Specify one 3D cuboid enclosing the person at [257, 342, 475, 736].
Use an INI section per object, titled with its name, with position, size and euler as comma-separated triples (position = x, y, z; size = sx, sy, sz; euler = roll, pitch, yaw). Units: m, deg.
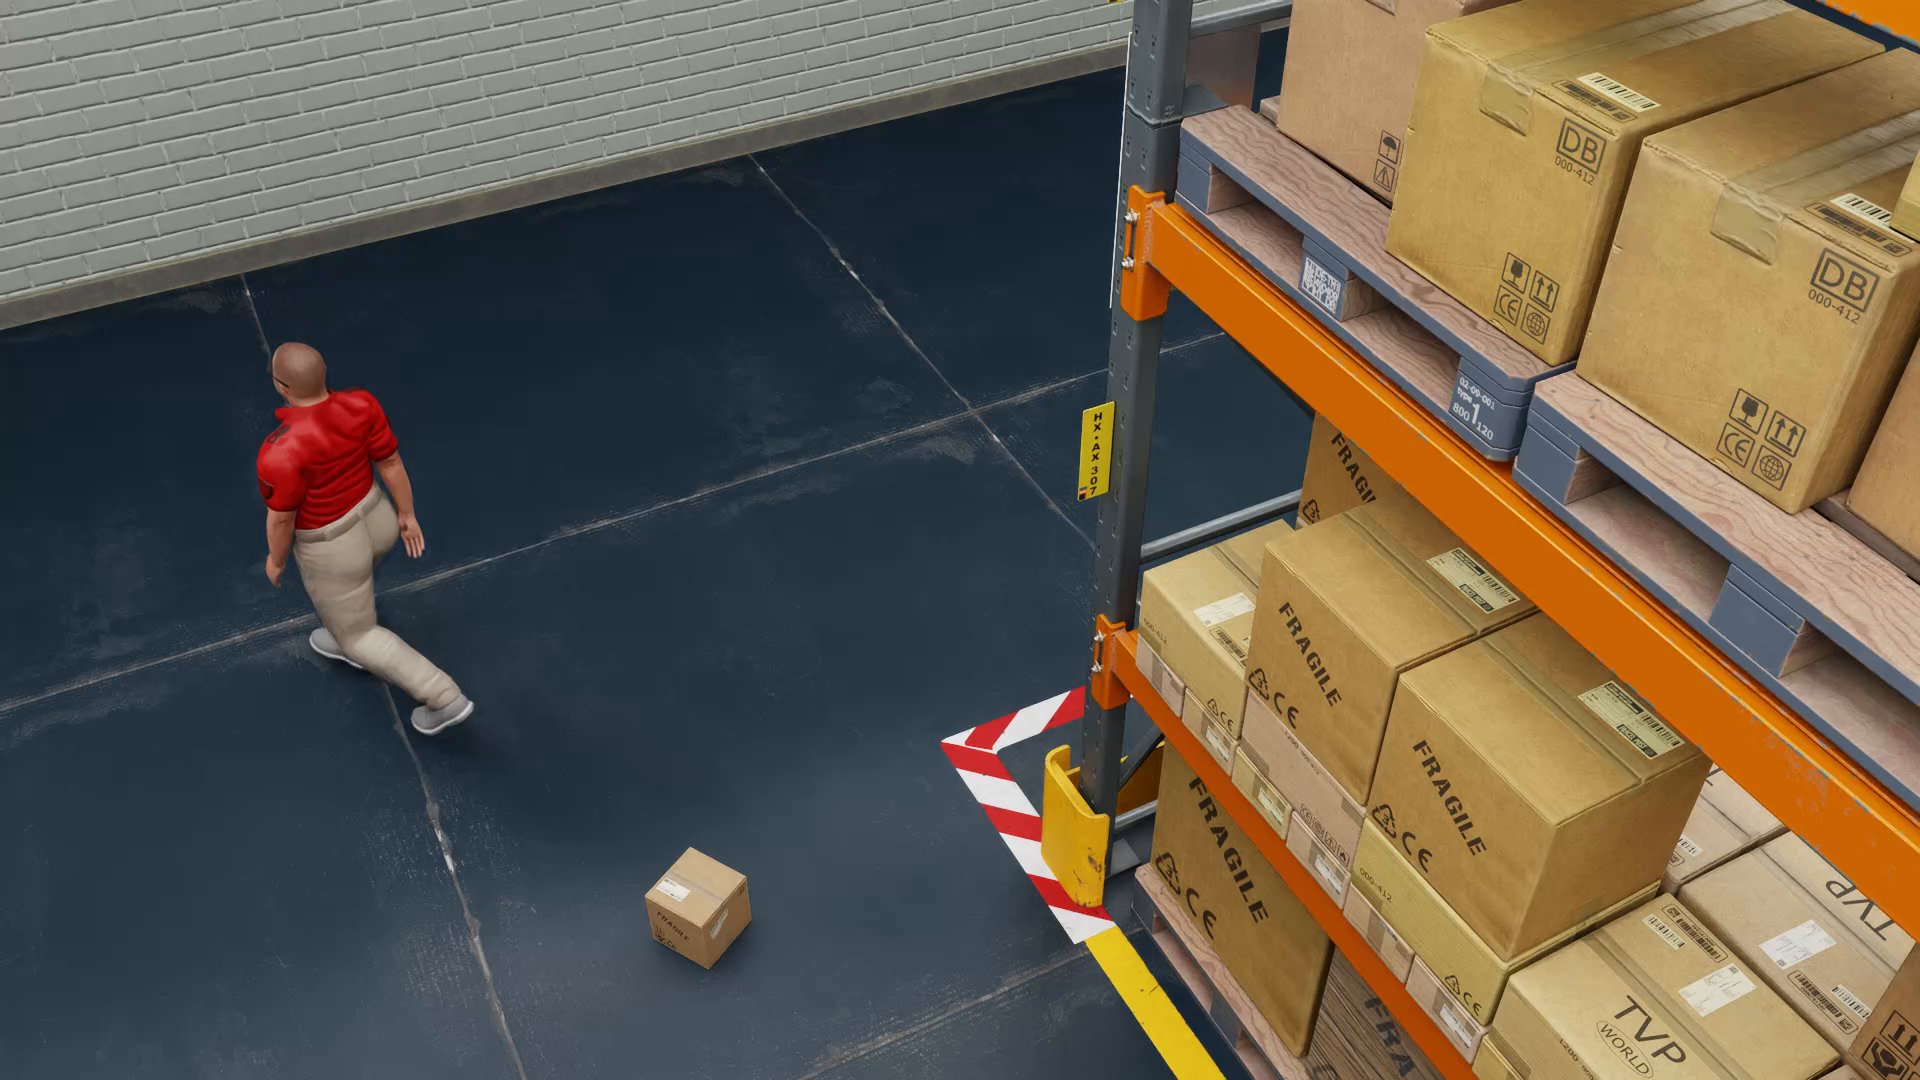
[person]
position = -2.288, -0.018, 6.182
size = 0.975, 1.678, 0.531
euler = 17, 44, 19
